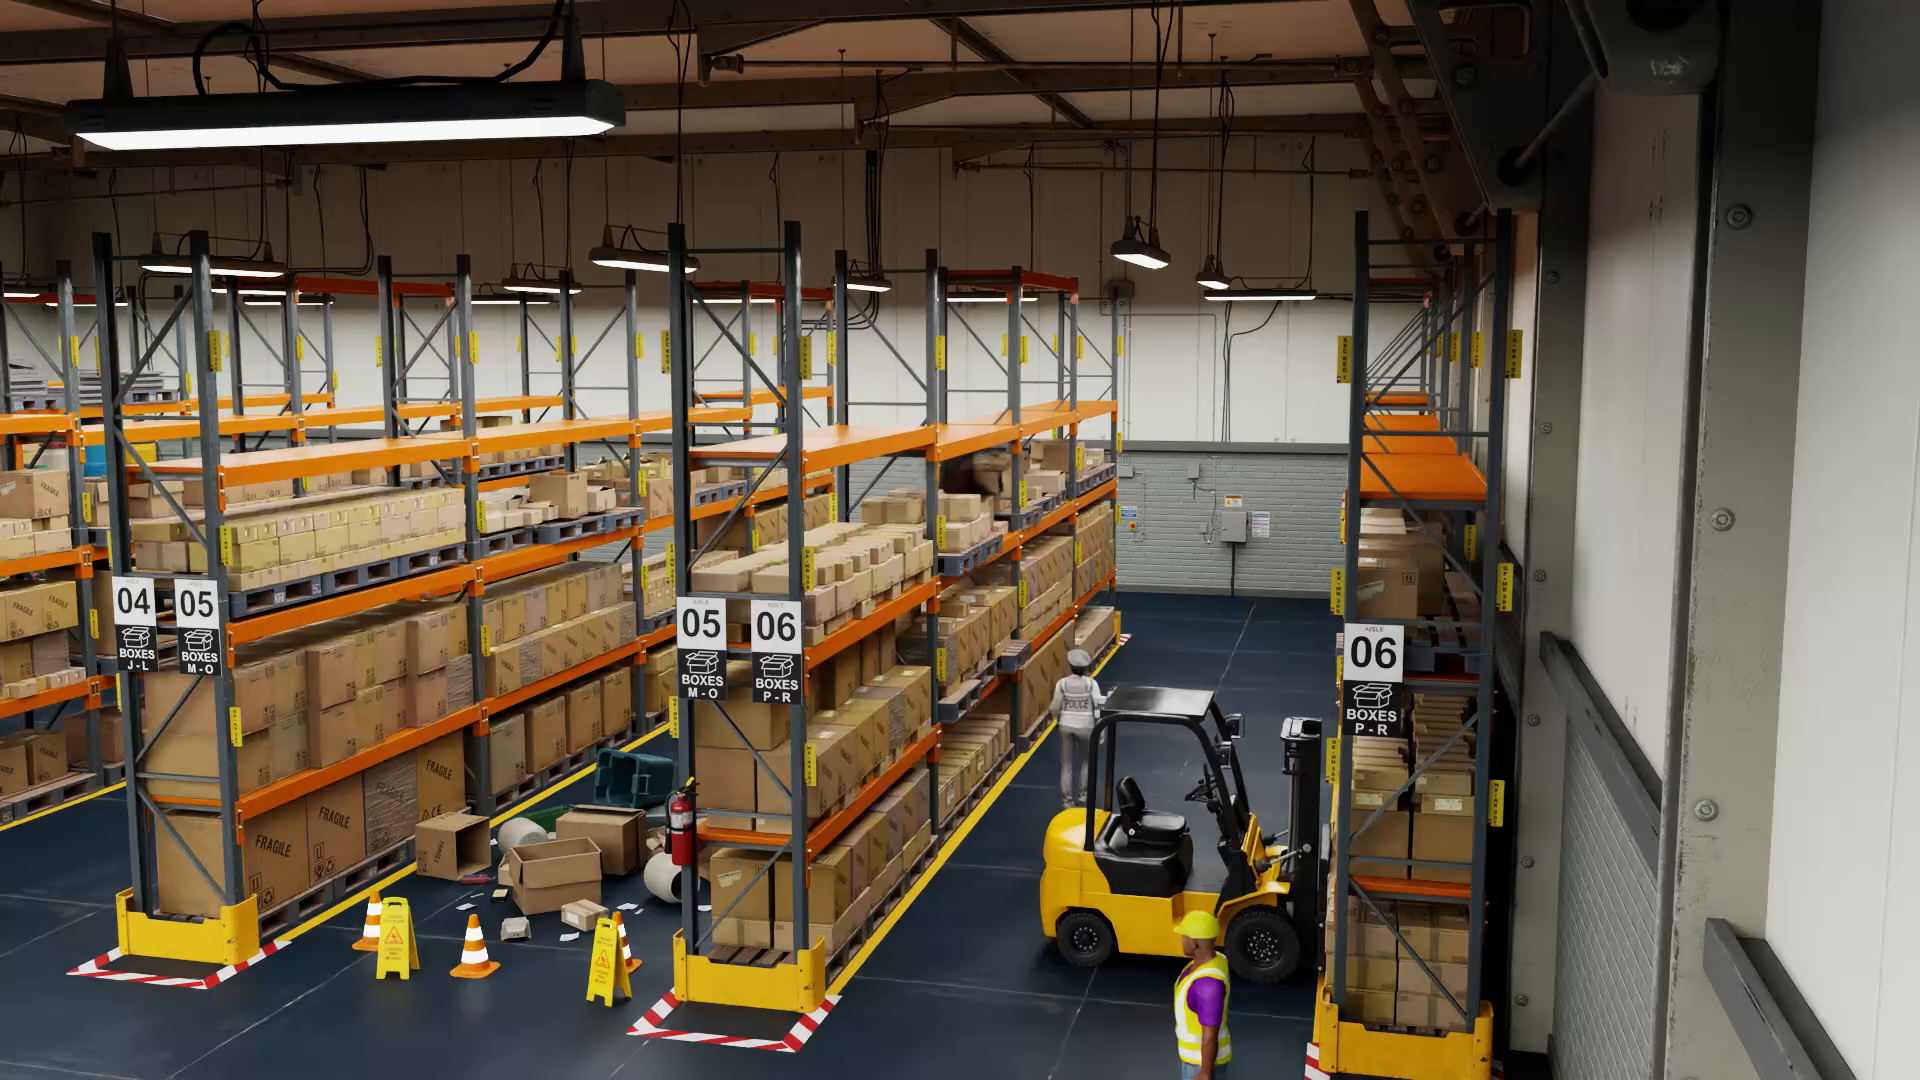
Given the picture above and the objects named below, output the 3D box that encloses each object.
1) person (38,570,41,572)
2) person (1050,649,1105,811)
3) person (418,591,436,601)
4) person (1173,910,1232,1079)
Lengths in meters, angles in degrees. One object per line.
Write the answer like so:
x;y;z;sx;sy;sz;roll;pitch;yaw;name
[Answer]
-19.366;0.144;34.673;0.577;1.613;0.462;2;7;19;person
1.223;2.008;17.219;0.598;1.776;0.633;2;7;18;person
-7.457;1.447;23.312;0.589;1.790;0.415;-5;9;-35;person
1.407;3.075;9.950;0.432;1.769;0.632;1;7;7;person
